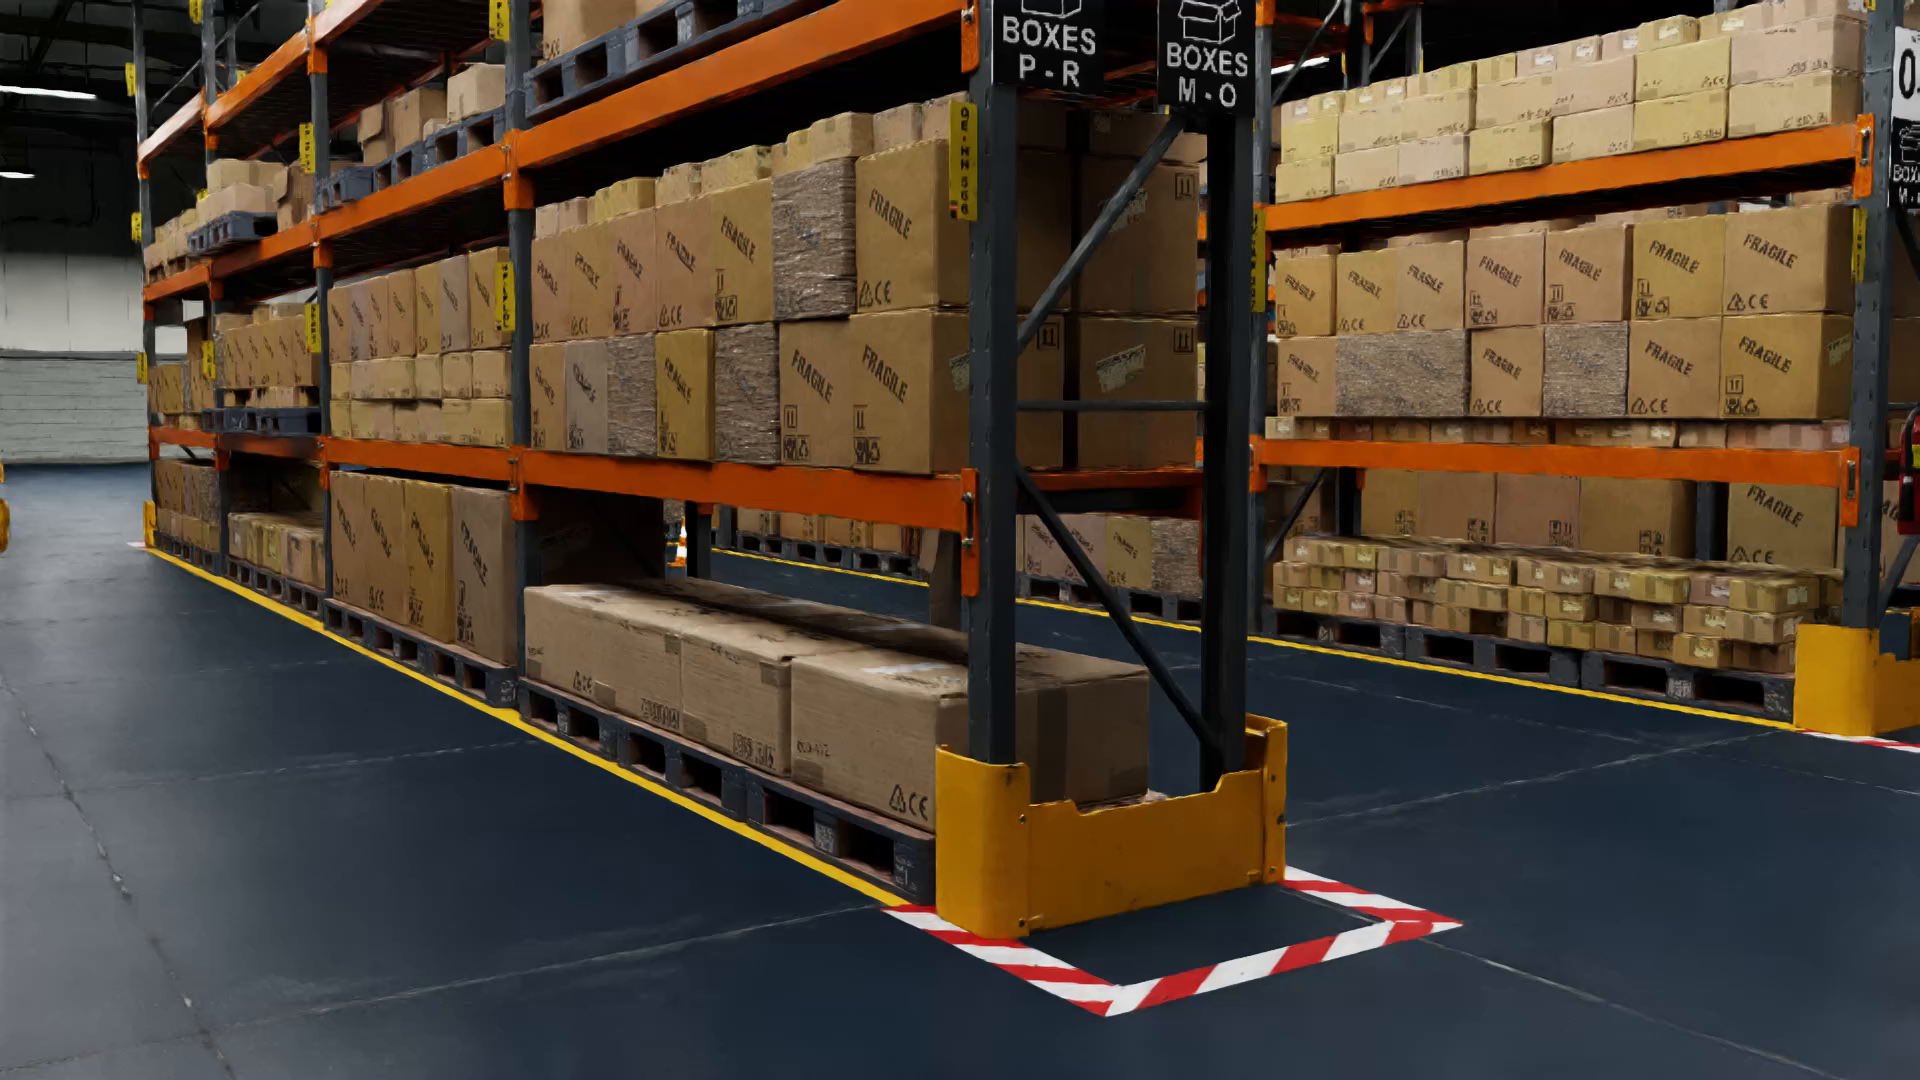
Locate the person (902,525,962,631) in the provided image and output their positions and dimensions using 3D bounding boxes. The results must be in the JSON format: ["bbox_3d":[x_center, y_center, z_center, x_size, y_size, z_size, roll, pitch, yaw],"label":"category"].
[{"bbox_3d":[-0.052,-0.068,8.301,0.654,1.785,0.551,2,5,22],"label":"person"}]
